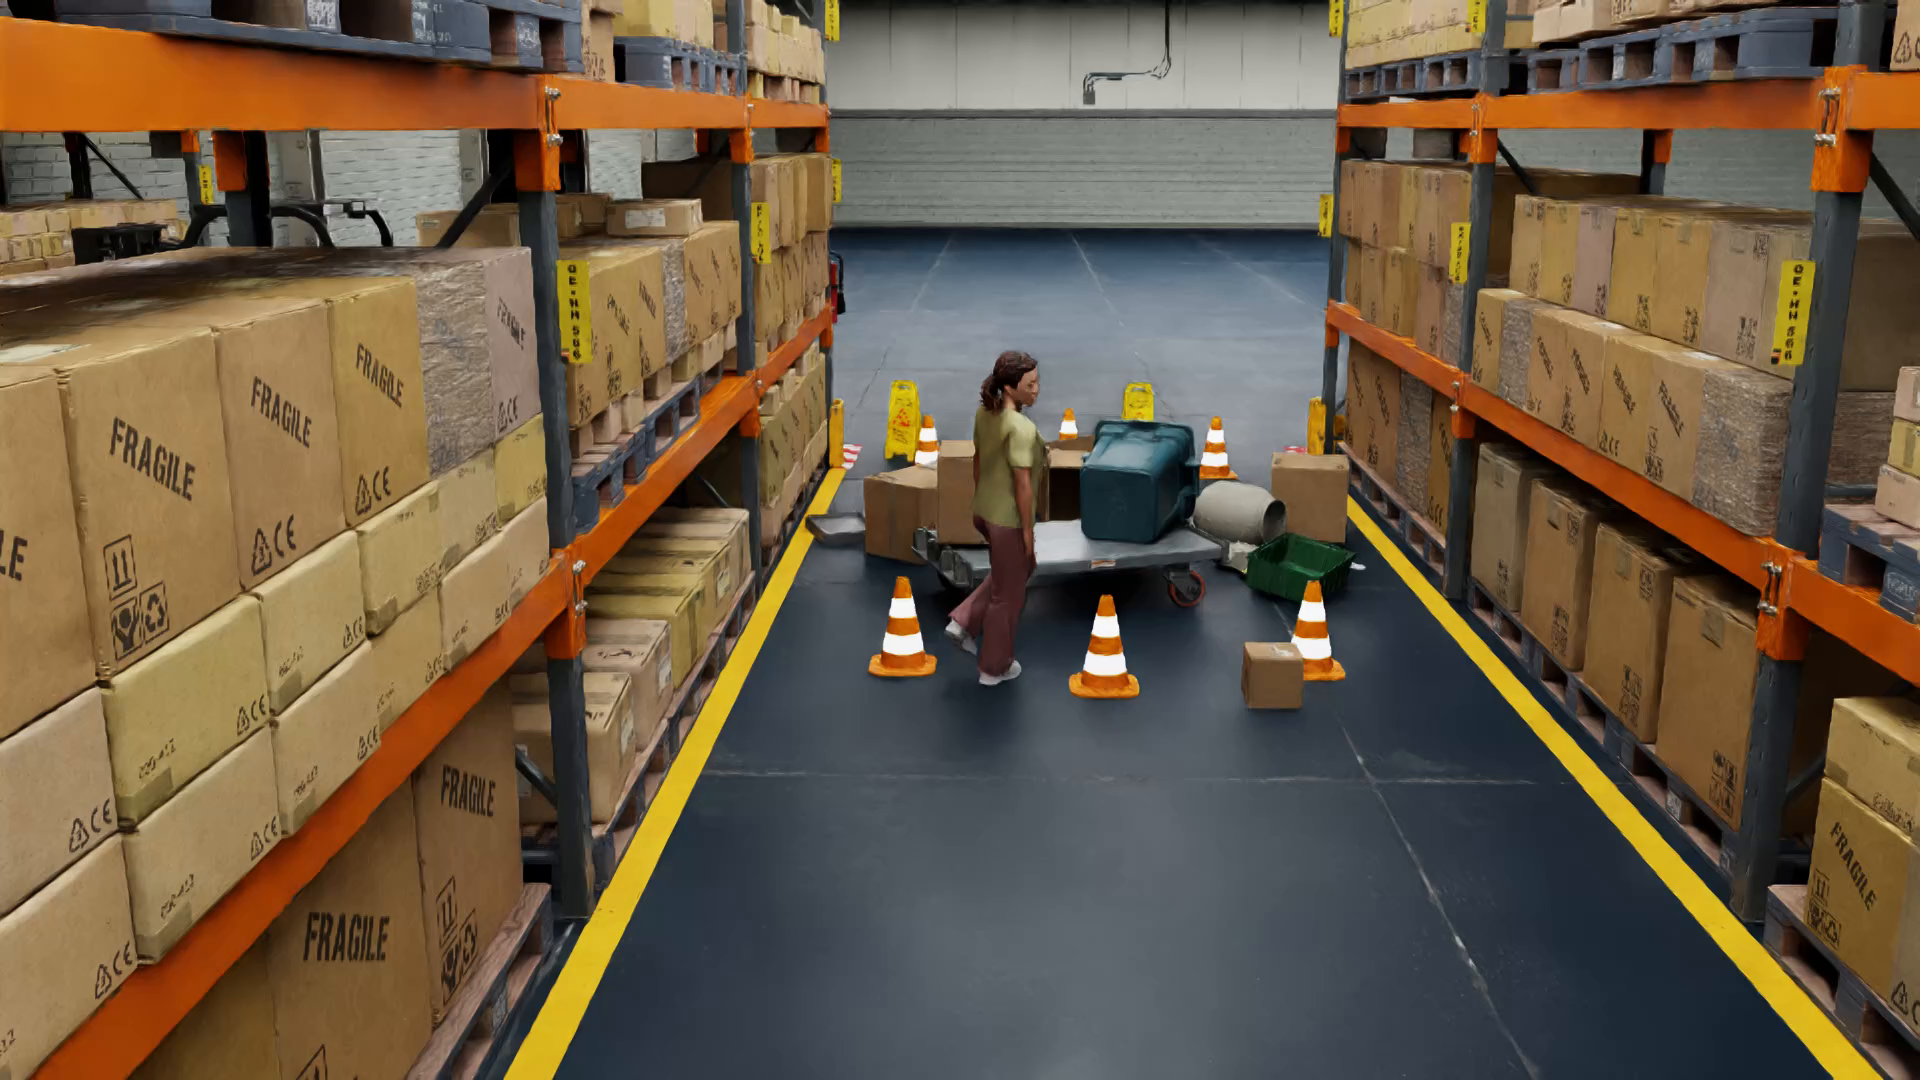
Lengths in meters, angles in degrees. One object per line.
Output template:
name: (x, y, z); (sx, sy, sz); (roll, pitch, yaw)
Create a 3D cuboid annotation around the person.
person: (0.231, -0.091, 7.899); (0.476, 1.664, 0.594); (-9, 17, -33)
